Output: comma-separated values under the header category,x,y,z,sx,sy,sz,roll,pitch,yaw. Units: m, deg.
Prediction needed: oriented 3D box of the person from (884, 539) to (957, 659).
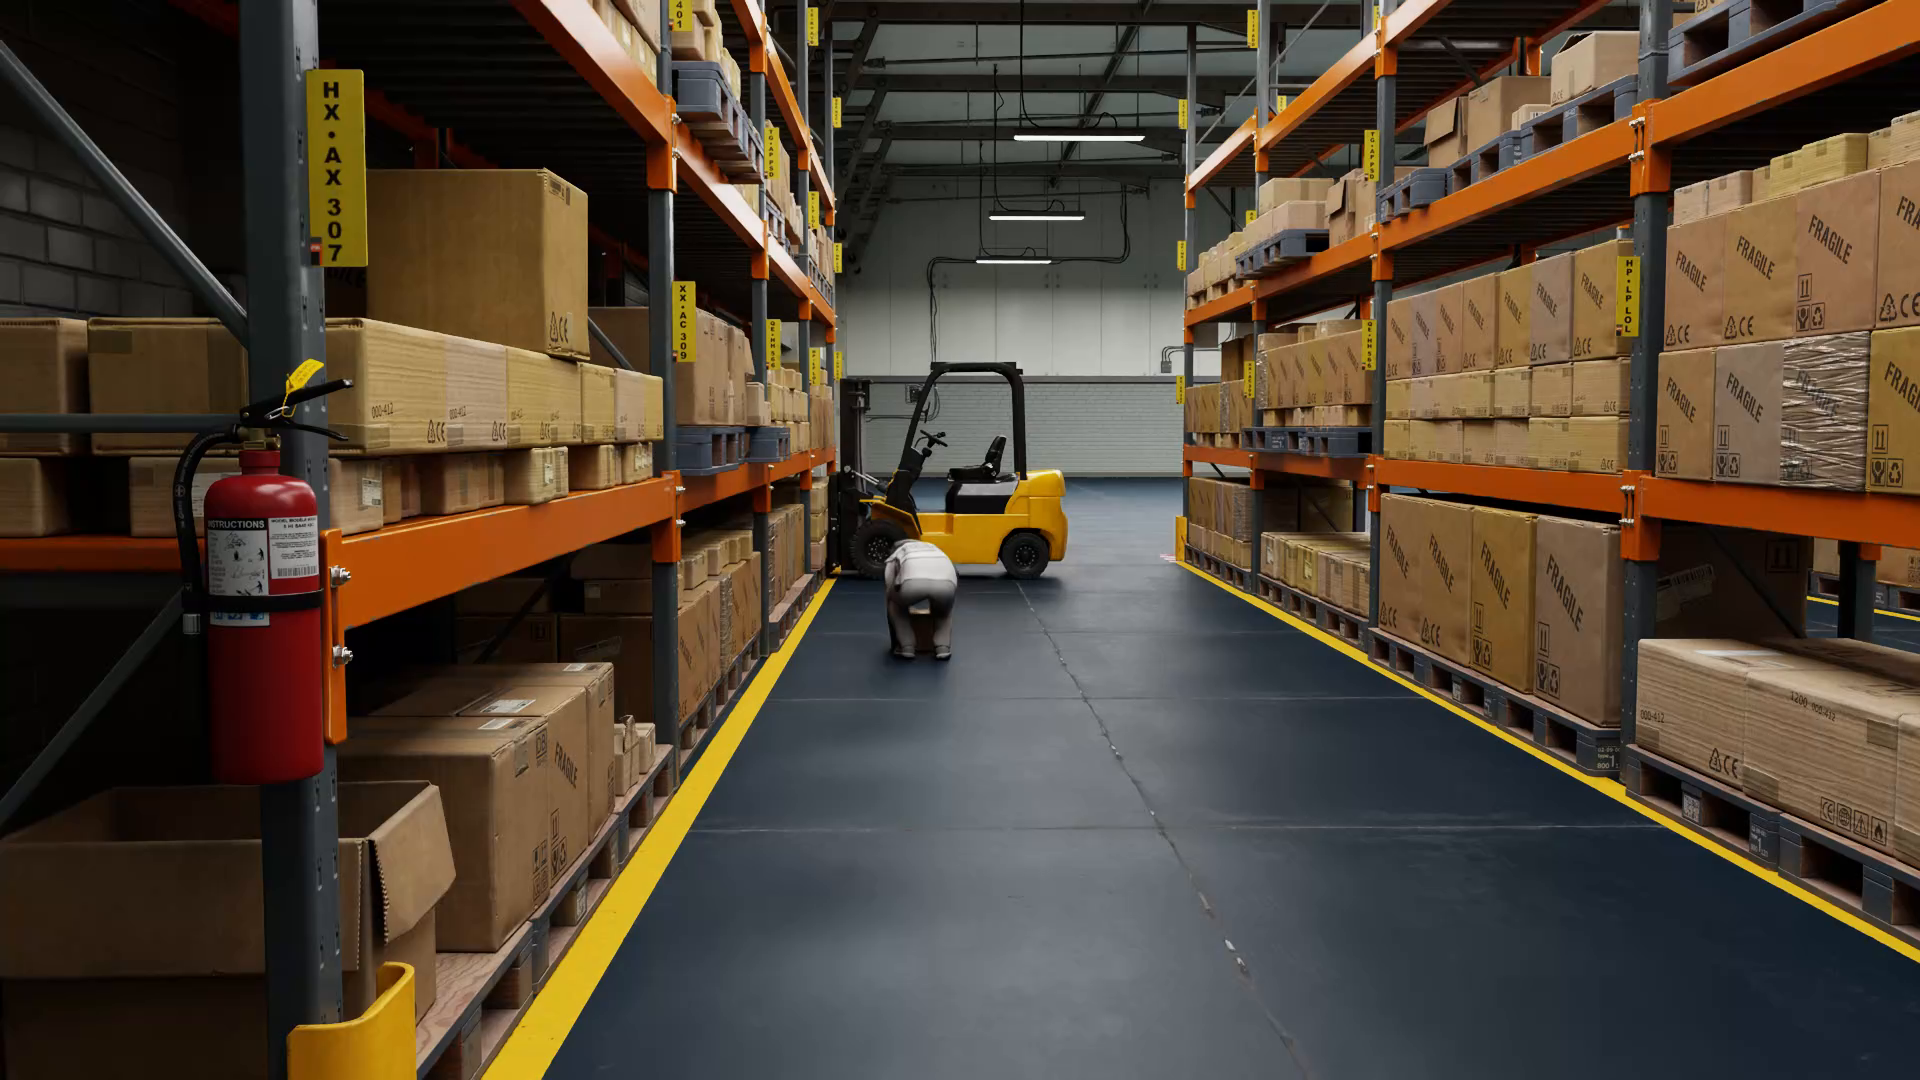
category,x,y,z,sx,sy,sz,roll,pitch,yaw
person,-0.267,0.396,11.030,0.448,0.764,0.925,-1,4,-8
